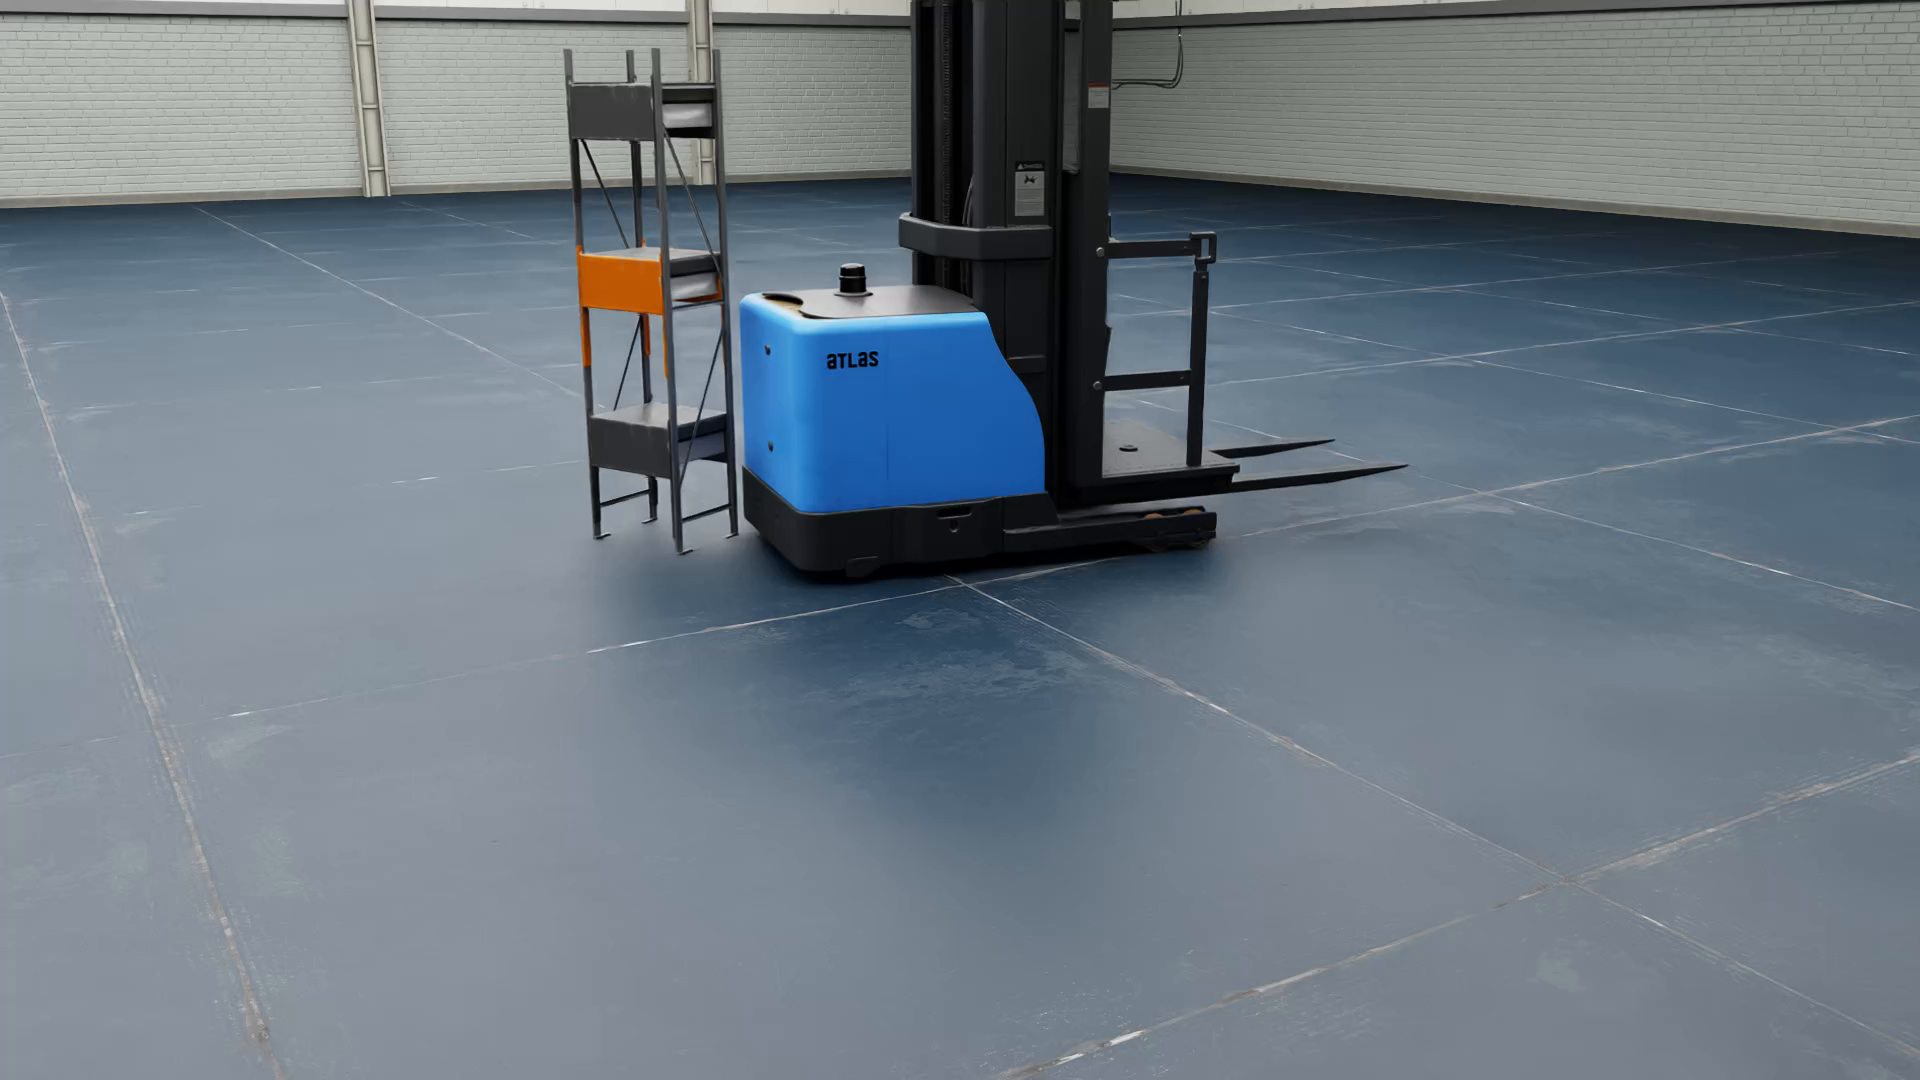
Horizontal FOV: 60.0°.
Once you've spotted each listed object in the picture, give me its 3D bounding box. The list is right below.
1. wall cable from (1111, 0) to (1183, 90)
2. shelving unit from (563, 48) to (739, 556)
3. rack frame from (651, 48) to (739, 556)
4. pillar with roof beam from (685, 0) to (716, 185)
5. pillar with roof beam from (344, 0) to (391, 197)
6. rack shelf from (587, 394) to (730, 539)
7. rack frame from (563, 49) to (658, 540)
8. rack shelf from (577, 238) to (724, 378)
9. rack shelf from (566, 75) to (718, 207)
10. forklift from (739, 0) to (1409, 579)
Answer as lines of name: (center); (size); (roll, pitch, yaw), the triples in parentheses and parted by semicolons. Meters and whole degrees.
wall cable: (3.565, -10.470, 33.840); (0.112, 2.526, 3.097); (-9, 18, -30)
shelving unit: (-1.317, -1.023, 7.170); (0.503, 2.100, 0.431); (10, 18, 32)
rack frame: (-1.112, -0.987, 7.042); (0.015, 2.100, 0.400); (10, 18, 32)
pillar with roof beam: (-2.567, -10.031, 26.523); (0.400, 9.000, 9.100); (-9, 18, -30)
pillar with roof beam: (-7.711, -9.197, 23.547); (0.400, 9.000, 9.100); (-9, 18, -30)
rack shelf: (-1.317, -0.336, 7.362); (0.480, 0.518, 0.431); (10, 18, 32)
rack frame: (-1.521, -1.059, 7.297); (0.015, 2.100, 0.400); (10, 18, 32)
rack shelf: (-1.317, -1.010, 7.174); (0.480, 0.518, 0.431); (10, 18, 32)
rack shelf: (-1.317, -1.684, 6.985); (0.480, 0.518, 0.431); (10, 18, 32)
forklift: (0.590, -1.486, 7.281); (3.031, 2.935, 1.130); (-6, 17, -21)
